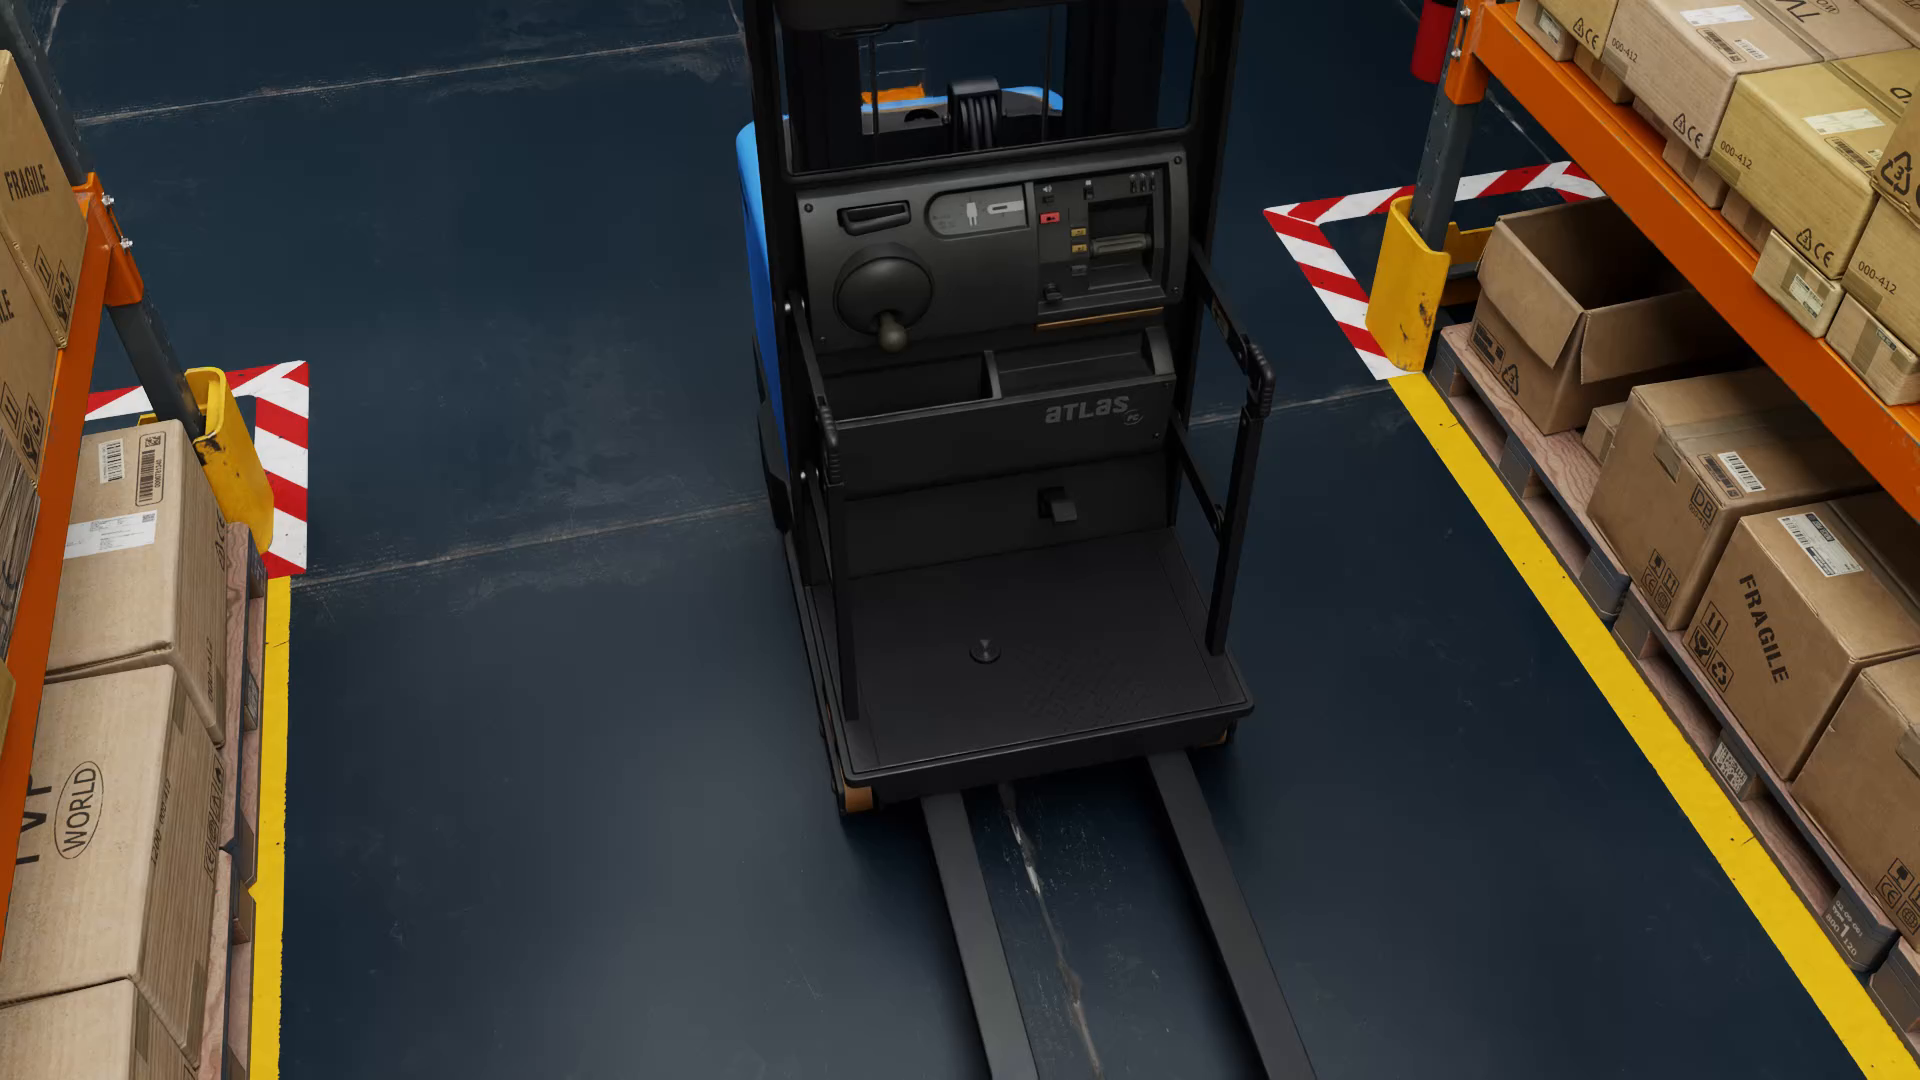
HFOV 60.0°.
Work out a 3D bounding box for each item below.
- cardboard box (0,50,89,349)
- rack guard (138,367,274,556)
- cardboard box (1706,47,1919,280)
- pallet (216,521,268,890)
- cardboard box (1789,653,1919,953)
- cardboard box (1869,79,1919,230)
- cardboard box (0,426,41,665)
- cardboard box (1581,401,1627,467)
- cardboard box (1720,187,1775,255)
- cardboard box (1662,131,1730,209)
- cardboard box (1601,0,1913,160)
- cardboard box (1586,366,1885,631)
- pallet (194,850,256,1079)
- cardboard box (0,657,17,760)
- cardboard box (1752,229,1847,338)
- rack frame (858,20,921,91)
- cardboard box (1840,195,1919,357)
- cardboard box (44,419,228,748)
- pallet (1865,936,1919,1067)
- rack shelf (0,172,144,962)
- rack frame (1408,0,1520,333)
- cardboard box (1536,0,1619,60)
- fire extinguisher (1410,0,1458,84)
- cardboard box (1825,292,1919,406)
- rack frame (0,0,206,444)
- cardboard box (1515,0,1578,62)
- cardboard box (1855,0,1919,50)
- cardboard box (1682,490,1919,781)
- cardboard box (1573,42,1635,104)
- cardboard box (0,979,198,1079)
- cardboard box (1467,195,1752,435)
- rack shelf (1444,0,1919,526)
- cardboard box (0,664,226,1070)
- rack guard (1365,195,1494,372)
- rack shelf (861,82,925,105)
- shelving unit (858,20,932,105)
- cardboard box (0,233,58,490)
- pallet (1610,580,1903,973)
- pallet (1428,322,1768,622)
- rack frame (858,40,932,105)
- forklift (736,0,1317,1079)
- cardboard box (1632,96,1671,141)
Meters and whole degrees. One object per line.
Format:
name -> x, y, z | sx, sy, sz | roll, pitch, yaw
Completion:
cardboard box -> -2.377, -0.746, 3.811 | 0.500, 0.500, 0.500 | -10, 47, -10
rack guard -> -2.763, -0.137, 5.034 | 1.175, 0.500, 0.348 | -11, 47, -10
cardboard box -> 2.159, -0.897, 3.926 | 0.500, 0.250, 0.500 | -12, 47, -11
pallet -> -2.476, 0.518, 4.594 | 1.003, 0.211, 1.213 | -11, 47, -10
cardboard box -> 2.553, 0.576, 4.042 | 0.700, 0.500, 0.500 | -12, 47, -12
cardboard box -> 2.281, -0.822, 3.327 | 0.500, 0.500, 0.500 | -10, 46, -9
cardboard box -> -2.122, -0.043, 3.122 | 0.500, 0.500, 0.500 | -9, 46, -9
cardboard box -> 2.177, -0.315, 5.160 | 0.380, 0.149, 0.250 | -12, 47, -12
cardboard box -> 2.149, -0.830, 4.140 | 0.380, 0.149, 0.250 | -10, 46, -10
cardboard box -> 2.076, -1.013, 4.318 | 0.380, 0.149, 0.250 | -9, 46, -9
cardboard box -> 2.026, -1.247, 4.268 | 0.500, 0.250, 0.500 | -10, 46, -10
cardboard box -> 2.287, -0.141, 4.744 | 0.700, 0.500, 0.500 | -9, 46, -9
pallet -> -2.168, 1.359, 3.771 | 1.003, 0.211, 1.213 | -11, 47, -10
cardboard box -> -1.977, 0.311, 2.775 | 0.500, 0.500, 0.500 | -9, 46, -9
cardboard box -> 2.141, -0.642, 3.955 | 0.380, 0.149, 0.250 | -12, 47, -11
rack frame -> -0.242, -1.187, 5.573 | 0.240, 1.200, 0.006 | -9, 44, -8
cardboard box -> 2.310, -0.548, 3.584 | 0.500, 0.250, 0.500 | -12, 47, -11
cardboard box -> -2.491, 0.192, 4.462 | 0.875, 0.438, 0.875 | -12, 47, -12
pallet -> 2.890, 1.358, 3.772 | 1.003, 0.211, 1.213 | -11, 47, -10
rack shelf -> -2.245, 0.637, 3.029 | 1.077, 0.370, 4.000 | -11, 47, -10
rack frame -> 2.041, -1.906, 5.017 | 1.000, 3.000, 0.127 | -11, 47, -10
cardboard box -> 1.896, -1.595, 4.609 | 0.500, 0.250, 0.500 | -10, 47, -10
fire extinguisher -> 1.556, -1.765, 5.195 | 0.296, 0.674, 0.183 | -11, 47, -10
cardboard box -> 2.228, -0.464, 3.781 | 0.380, 0.149, 0.250 | -10, 46, -9
rack frame -> -2.757, -0.996, 4.125 | 1.000, 3.000, 0.127 | -11, 47, -10
cardboard box -> 1.860, -1.541, 4.836 | 0.380, 0.149, 0.250 | -11, 47, -11
cardboard box -> 2.546, -1.332, 4.352 | 0.500, 0.250, 0.500 | -11, 47, -10
cardboard box -> 2.326, 0.242, 4.368 | 0.500, 0.500, 0.500 | -10, 46, -10
cardboard box -> 1.969, -1.374, 4.672 | 0.380, 0.149, 0.250 | -10, 46, -9
cardboard box -> -2.019, 1.445, 3.234 | 0.875, 0.438, 0.875 | -12, 47, -11
cardboard box -> 2.106, -0.739, 5.328 | 0.797, 0.503, 0.637 | -12, 47, -12
rack shelf -> 2.553, -0.273, 3.921 | 1.077, 0.370, 4.000 | -11, 47, -10
cardboard box -> -2.249, 0.822, 3.844 | 0.875, 0.438, 0.875 | -10, 46, -9
rack guard -> 2.060, -0.978, 5.859 | 1.175, 0.500, 0.348 | -11, 47, -10
rack shelf -> -0.225, -1.355, 5.291 | 0.258, 0.103, 0.180 | -9, 44, -8
shelving unit -> -0.222, -1.126, 5.508 | 0.258, 1.200, 0.189 | -9, 44, -8
cardboard box -> -2.263, -0.397, 3.469 | 0.500, 0.500, 0.500 | -12, 47, -11
pallet -> 2.574, 0.514, 4.599 | 1.003, 0.211, 1.213 | -11, 47, -10
pallet -> 2.265, -0.327, 5.423 | 1.003, 0.211, 1.213 | -11, 47, -10
rack frame -> -0.203, -1.064, 5.443 | 0.240, 1.200, 0.006 | -9, 44, -8
forklift -> 0.139, -0.589, 3.775 | 1.130, 2.935, 3.031 | -9, 46, -9
cardboard box -> 2.070, -1.198, 4.500 | 0.380, 0.149, 0.250 | -11, 47, -11
